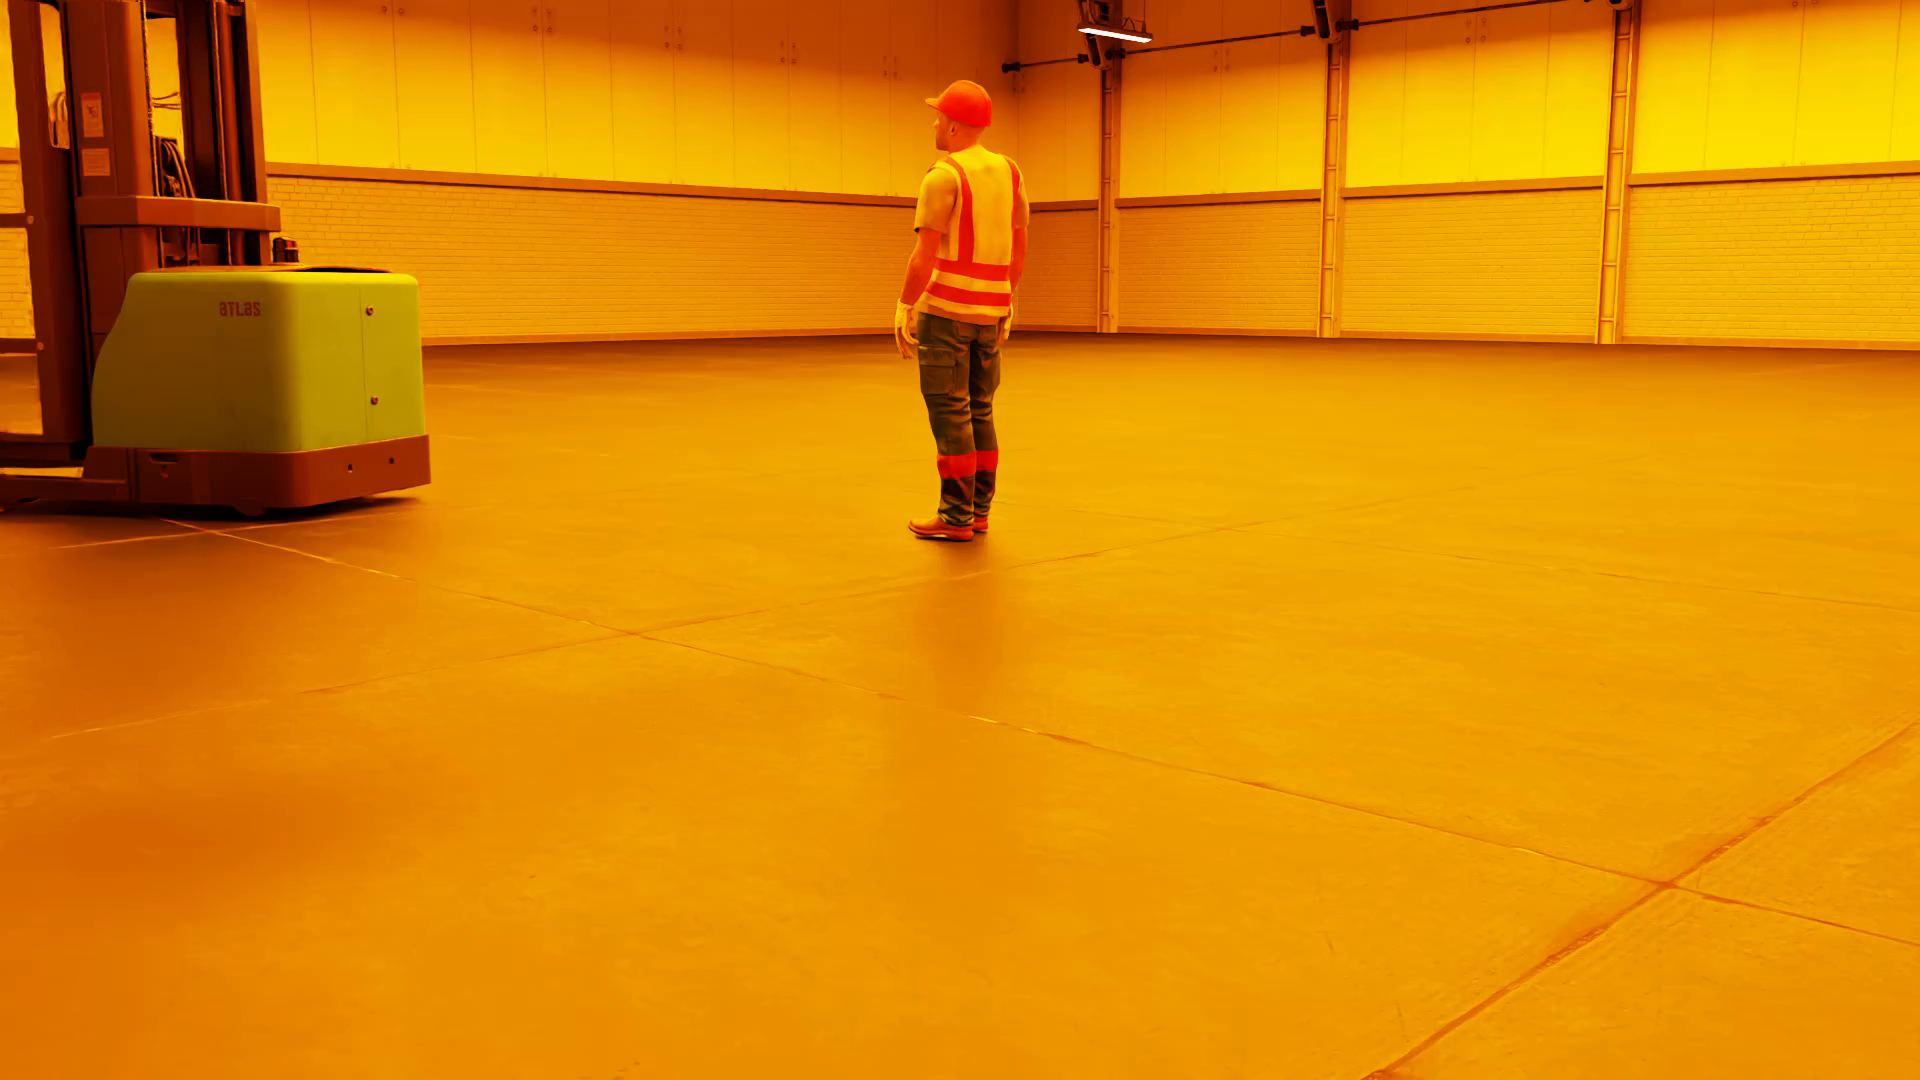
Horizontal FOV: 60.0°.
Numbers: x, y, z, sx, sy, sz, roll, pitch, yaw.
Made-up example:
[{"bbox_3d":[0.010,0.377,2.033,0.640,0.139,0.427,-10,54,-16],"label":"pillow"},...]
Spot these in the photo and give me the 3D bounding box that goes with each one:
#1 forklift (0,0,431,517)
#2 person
[{"bbox_3d":[-4.135,-1.651,7.840,3.031,2.935,1.130,3,9,17],"label":"forklift"},{"bbox_3d":[-0.051,-0.901,6.646,0.562,1.789,0.638,8,12,43],"label":"person"}]
